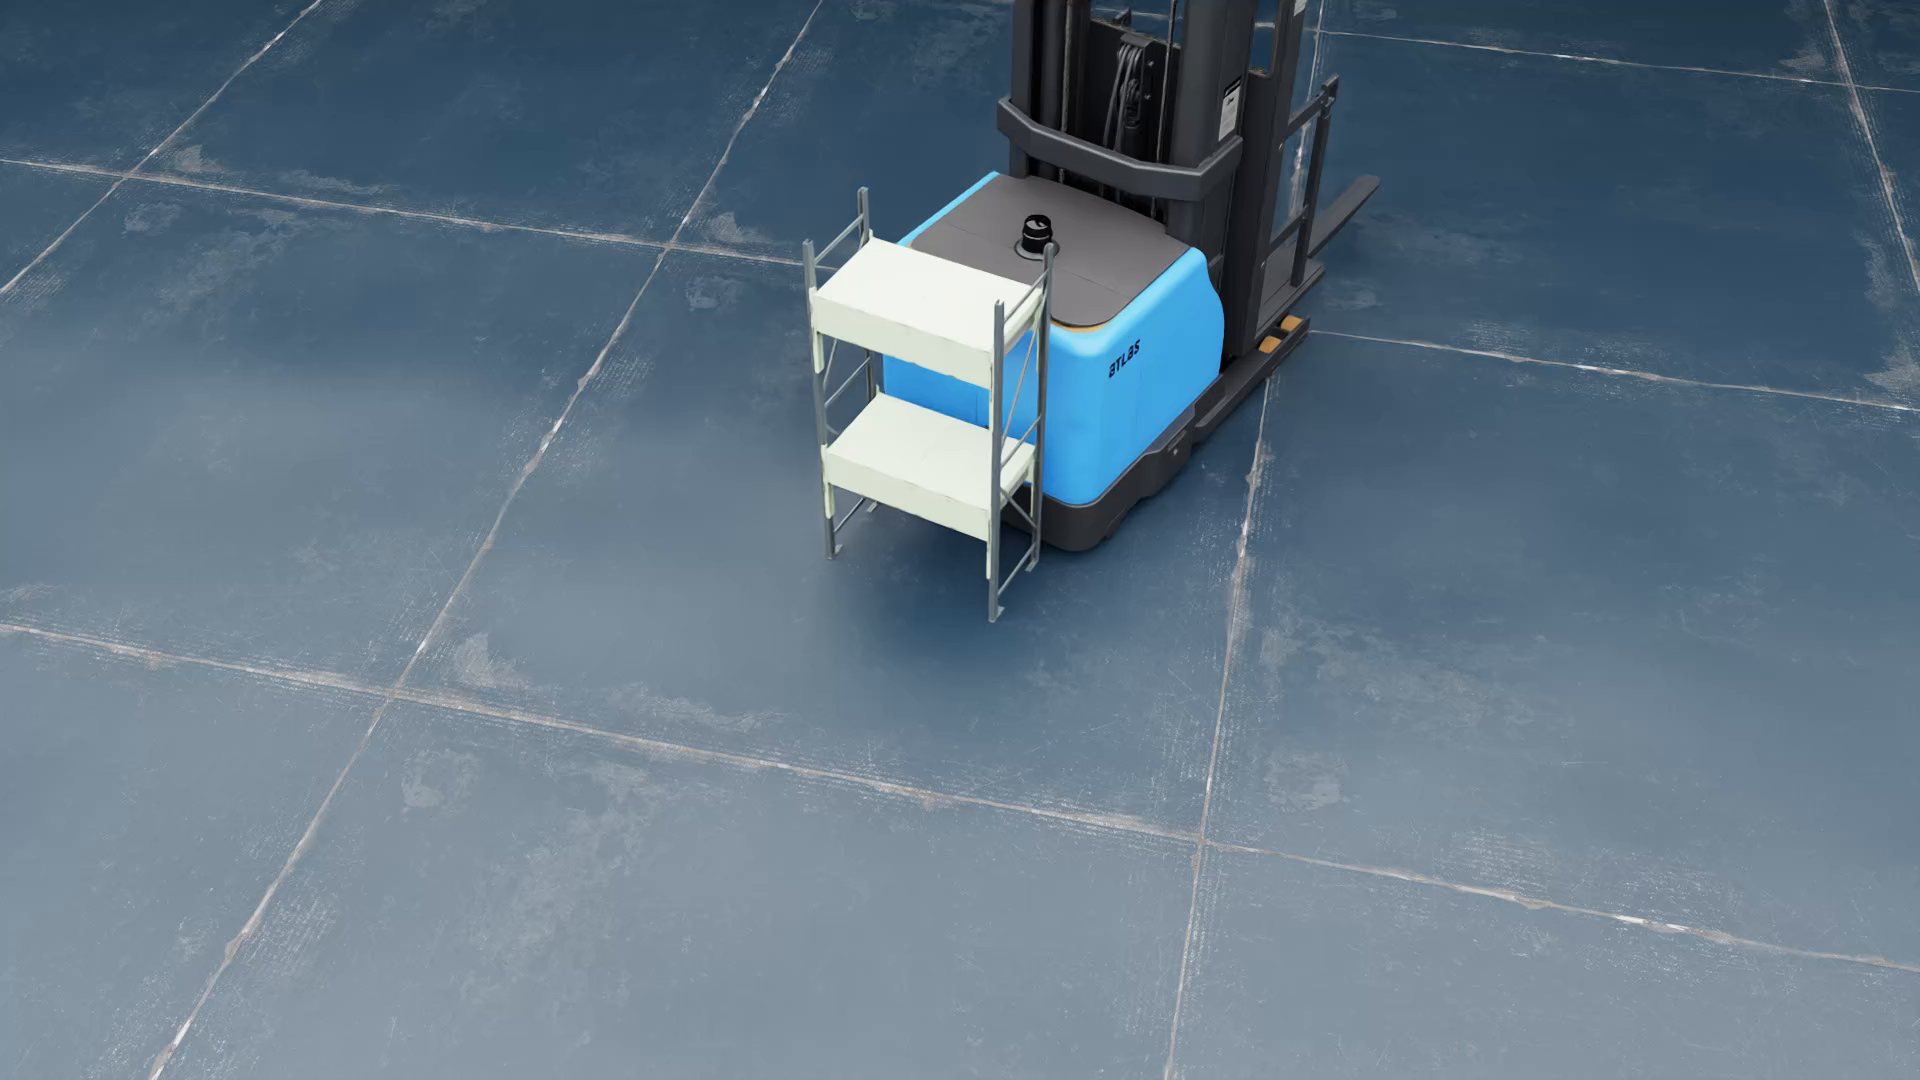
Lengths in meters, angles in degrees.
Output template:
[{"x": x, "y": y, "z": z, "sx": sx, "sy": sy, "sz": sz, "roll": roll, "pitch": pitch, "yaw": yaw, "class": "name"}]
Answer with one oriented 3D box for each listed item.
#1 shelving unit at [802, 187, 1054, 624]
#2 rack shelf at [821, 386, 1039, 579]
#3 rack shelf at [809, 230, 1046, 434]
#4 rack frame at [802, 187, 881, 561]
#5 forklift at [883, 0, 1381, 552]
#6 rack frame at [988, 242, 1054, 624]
[{"x": -0.108, "y": -0.463, "z": 6.150, "sx": 0.755, "sy": 1.500, "sz": 0.431, "roll": 20, "pitch": 48, "yaw": 20, "class": "shelving unit"}, {"x": -0.108, "y": -0.228, "z": 6.376, "sx": 0.720, "sy": 0.370, "sz": 0.431, "roll": 20, "pitch": 48, "yaw": 20, "class": "rack shelf"}, {"x": -0.108, "y": -0.744, "z": 5.879, "sx": 0.720, "sy": 0.370, "sz": 0.431, "roll": 20, "pitch": 48, "yaw": 20, "class": "rack shelf"}, {"x": -0.430, "y": -0.584, "z": 6.275, "sx": 0.023, "sy": 1.500, "sz": 0.400, "roll": 20, "pitch": 48, "yaw": 20, "class": "rack frame"}, {"x": 0.945, "y": -1.991, "z": 6.705, "sx": 1.130, "sy": 2.935, "sz": 3.031, "roll": 27, "pitch": 50, "yaw": 25, "class": "forklift"}, {"x": 0.215, "y": -0.343, "z": 6.025, "sx": 0.023, "sy": 1.500, "sz": 0.400, "roll": 20, "pitch": 48, "yaw": 20, "class": "rack frame"}]
